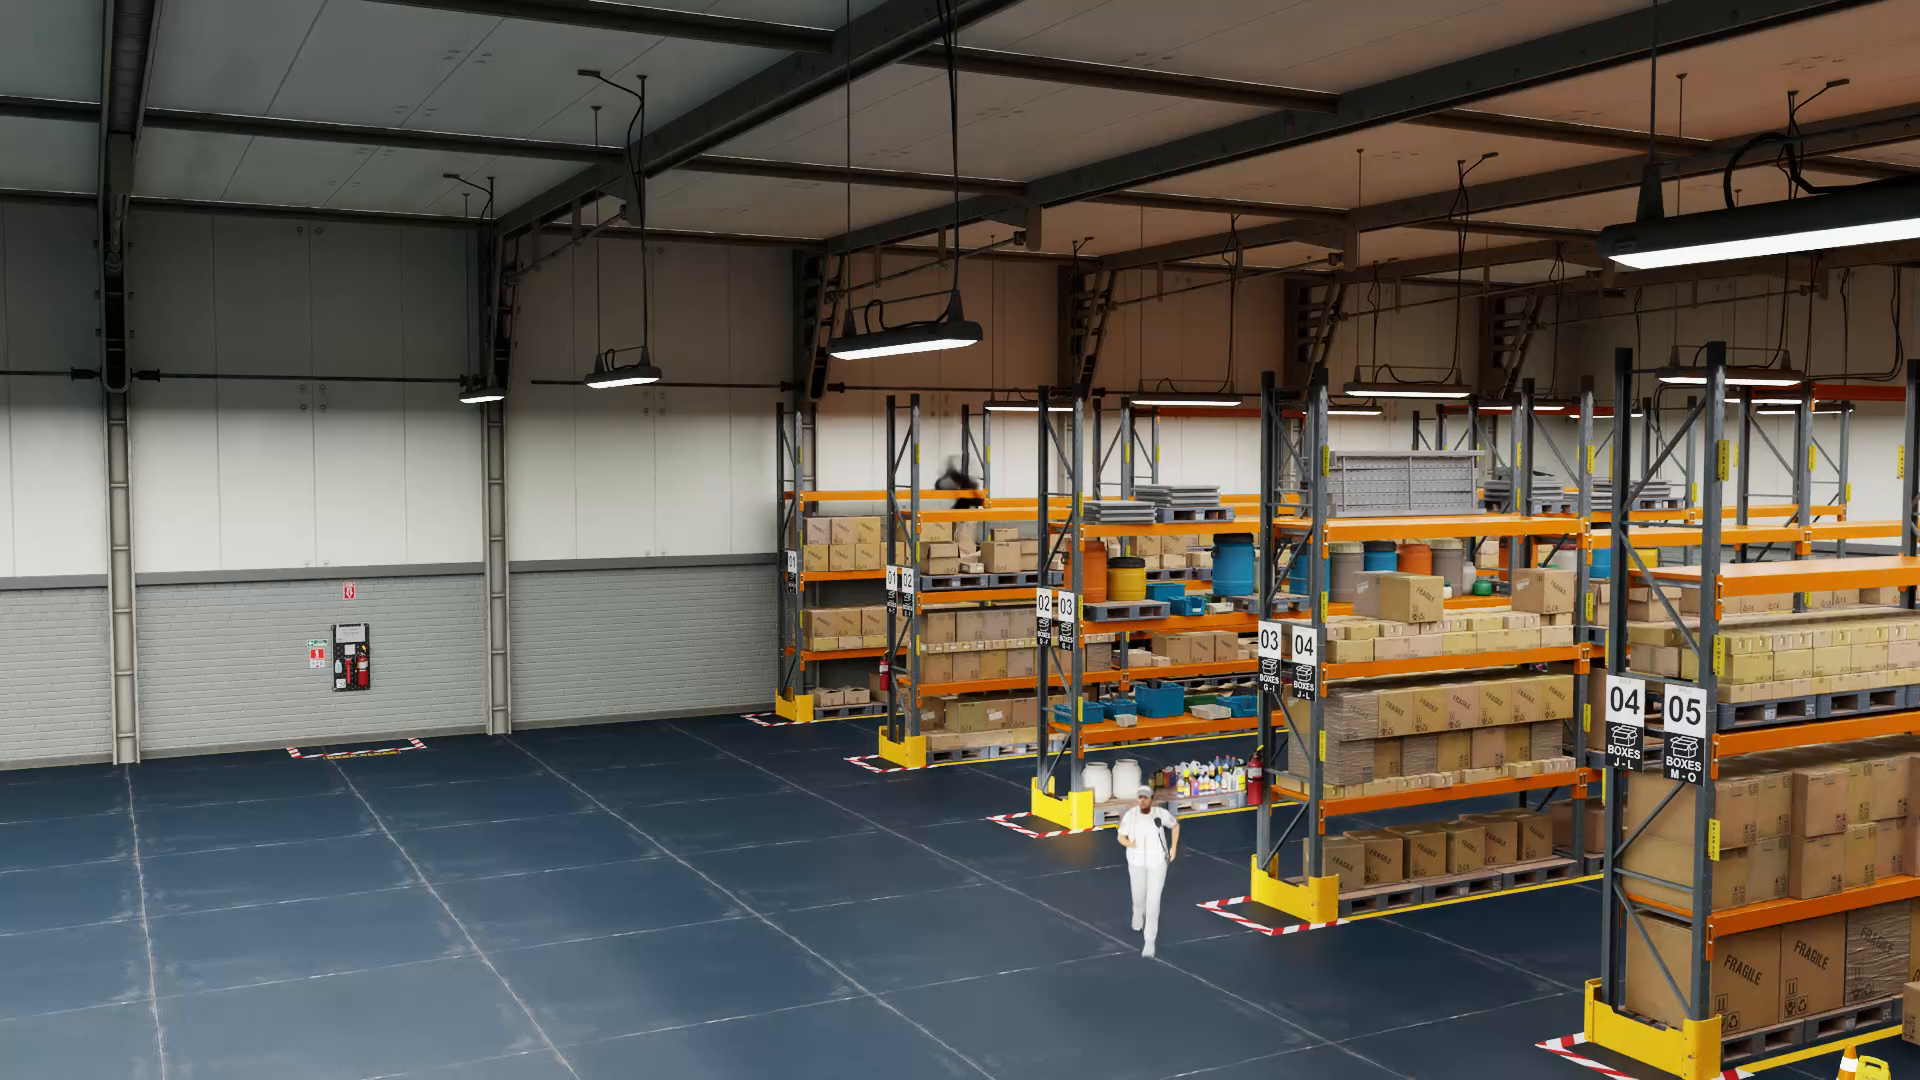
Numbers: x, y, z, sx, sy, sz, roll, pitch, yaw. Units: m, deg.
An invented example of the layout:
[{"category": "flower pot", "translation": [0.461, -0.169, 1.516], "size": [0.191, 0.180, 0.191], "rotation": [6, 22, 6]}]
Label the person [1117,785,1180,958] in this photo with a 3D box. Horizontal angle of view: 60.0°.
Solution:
[{"category": "person", "translation": [1.950, 3.363, 17.222], "size": [0.614, 1.701, 0.929], "rotation": [1, 3, 16]}]
